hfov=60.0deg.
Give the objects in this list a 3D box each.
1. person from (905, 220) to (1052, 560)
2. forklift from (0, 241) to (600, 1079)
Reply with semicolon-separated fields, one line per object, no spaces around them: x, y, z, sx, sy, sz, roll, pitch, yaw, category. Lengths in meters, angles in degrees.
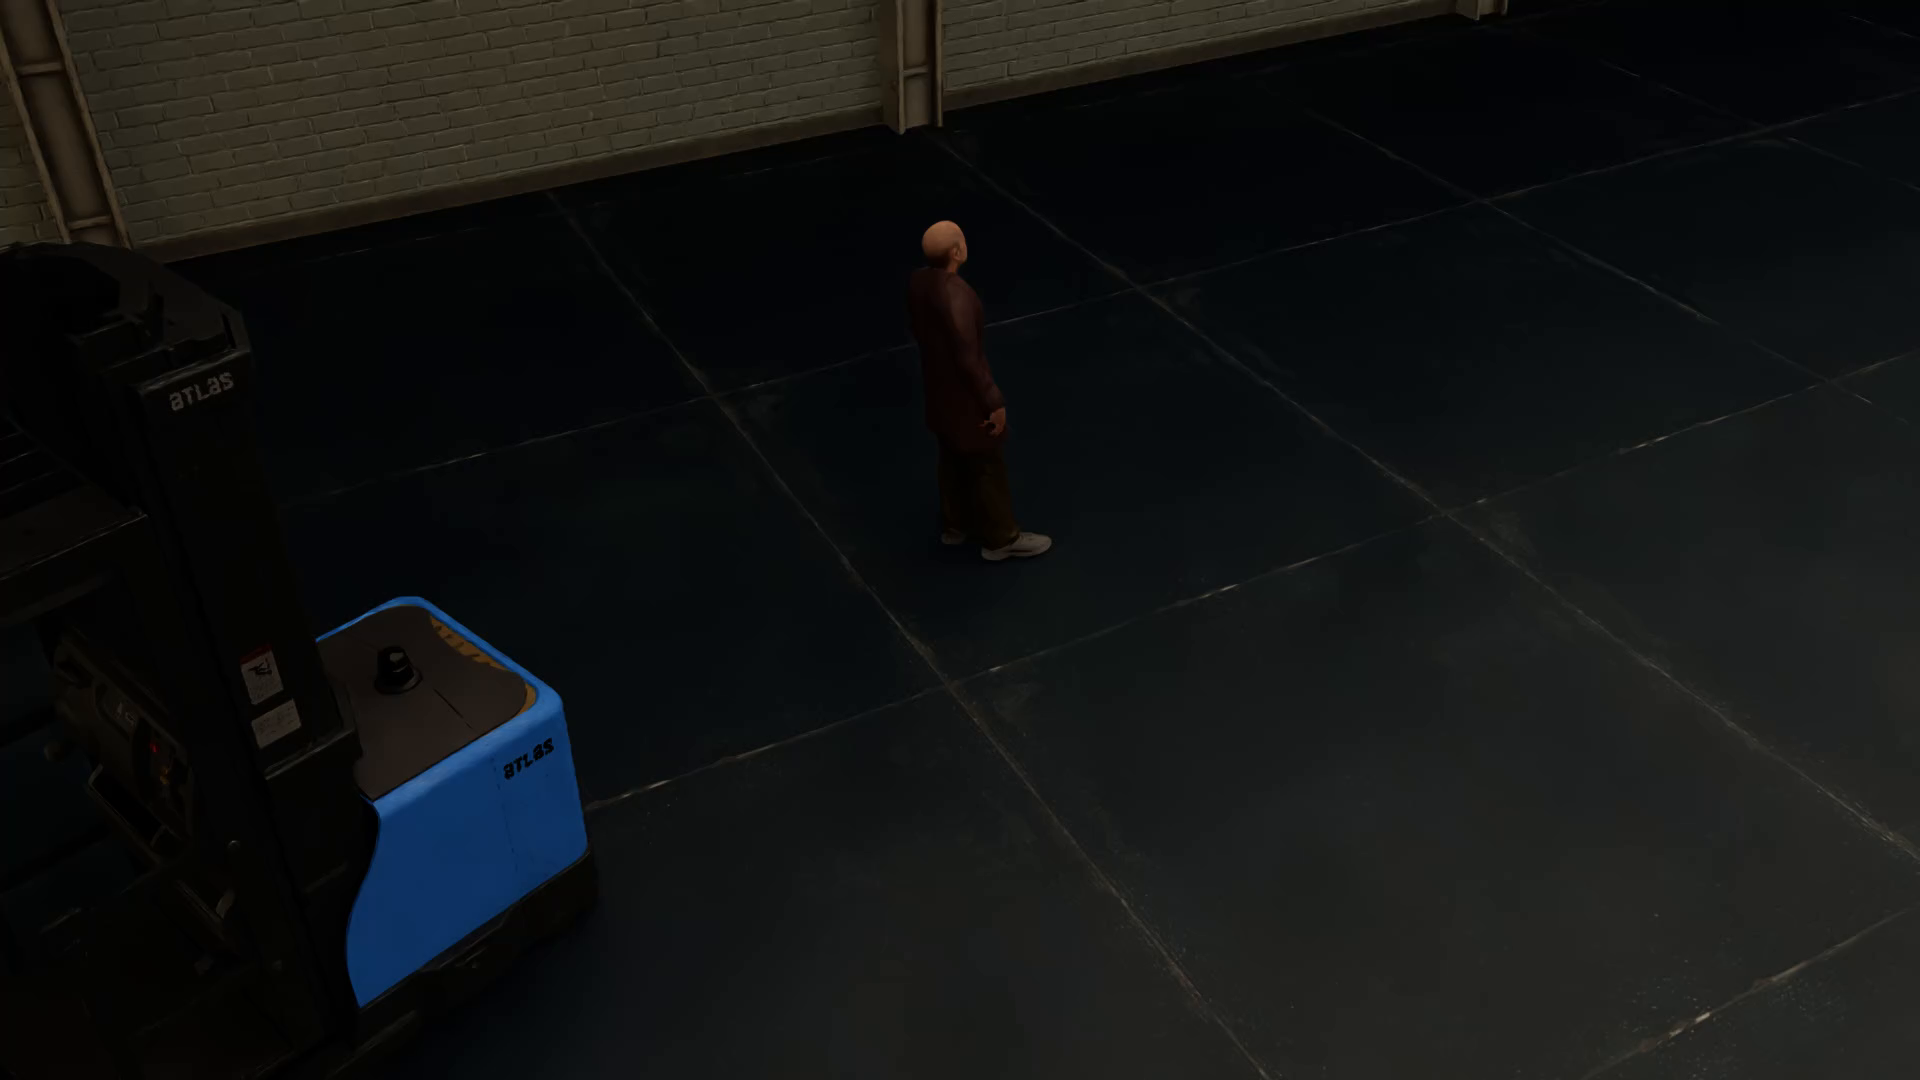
0.083;-0.754;8.177;0.580;1.776;0.694;-17;39;-23;person
-2.781;0.694;5.142;1.130;2.935;3.031;27;43;33;forklift
